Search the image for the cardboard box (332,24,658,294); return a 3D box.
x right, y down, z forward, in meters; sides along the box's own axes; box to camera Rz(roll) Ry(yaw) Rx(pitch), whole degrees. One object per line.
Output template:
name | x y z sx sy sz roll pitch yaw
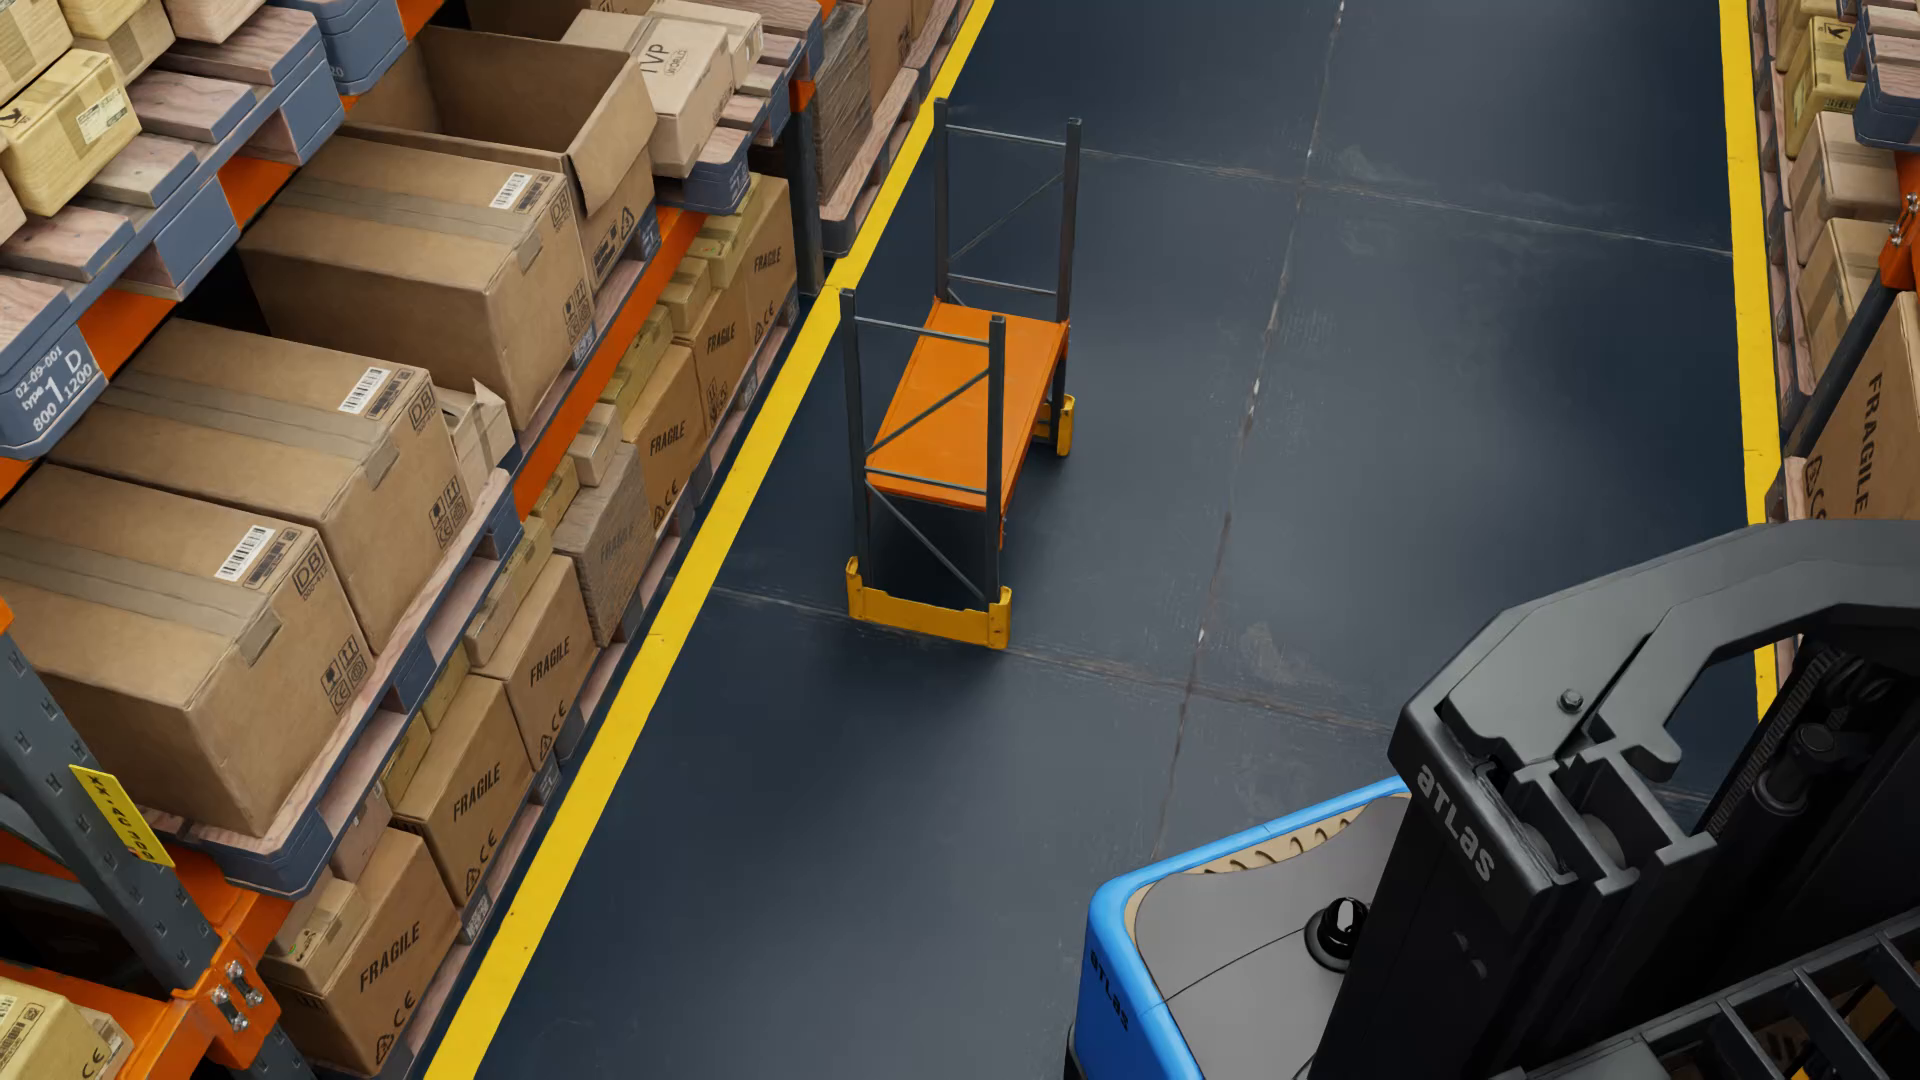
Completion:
cardboard box | -1.335 -1.130 4.898 0.797 0.503 0.637 11 49 9

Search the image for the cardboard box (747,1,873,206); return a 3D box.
cardboard box | -0.907 -1.976 7.297 0.875 0.625 0.625 13 50 11

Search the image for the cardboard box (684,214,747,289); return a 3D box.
cardboard box | -1.012 -1.090 6.166 0.380 0.149 0.250 9 49 8

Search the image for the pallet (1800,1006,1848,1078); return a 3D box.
pallet | 3.102 1.160 5.085 1.003 0.211 1.213 12 50 10

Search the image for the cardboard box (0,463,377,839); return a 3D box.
cardboard box | -1.794 0.241 3.690 0.700 0.500 0.500 13 50 11

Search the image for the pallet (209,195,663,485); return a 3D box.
pallet | -1.592 -0.703 4.998 1.003 0.211 1.213 12 50 10

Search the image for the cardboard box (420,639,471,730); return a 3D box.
cardboard box | -1.672 0.381 4.867 0.380 0.149 0.250 11 49 9

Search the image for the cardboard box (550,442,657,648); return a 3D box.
cardboard box | -1.384 -0.019 5.654 0.500 0.500 0.500 10 49 9

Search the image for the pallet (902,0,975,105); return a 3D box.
pallet | -0.507 -2.719 8.509 1.003 0.211 1.213 12 50 10

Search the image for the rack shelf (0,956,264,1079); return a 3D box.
rack shelf | -2.663 2.404 2.608 1.077 0.370 4.000 12 50 10

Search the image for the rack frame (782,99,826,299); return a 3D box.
rack frame | -1.084 -2.174 6.168 1.000 3.000 0.127 12 50 10

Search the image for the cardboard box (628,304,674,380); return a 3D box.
cardboard box | -1.237 -0.726 5.845 0.380 0.149 0.250 13 50 11

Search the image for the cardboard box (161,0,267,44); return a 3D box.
cardboard box | -1.452 -1.049 2.995 0.380 0.149 0.250 12 50 11

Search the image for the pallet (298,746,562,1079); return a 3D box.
pallet | -1.959 1.046 5.186 1.003 0.211 1.213 12 50 10

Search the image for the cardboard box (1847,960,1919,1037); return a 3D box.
cardboard box | 2.969 1.141 4.379 0.875 0.875 0.875 13 50 11

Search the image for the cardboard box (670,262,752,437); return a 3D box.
cardboard box | -1.130 -0.778 6.323 0.500 0.500 0.500 11 49 9

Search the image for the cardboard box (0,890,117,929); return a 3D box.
cardboard box | -2.318 0.870 4.436 0.380 0.149 0.250 10 49 9

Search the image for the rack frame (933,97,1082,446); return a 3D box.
rack frame | 0.156 -0.926 6.067 0.500 1.500 0.032 12 50 10

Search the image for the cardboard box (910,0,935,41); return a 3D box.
cardboard box | -0.565 -2.937 8.145 0.875 0.625 0.625 10 49 8

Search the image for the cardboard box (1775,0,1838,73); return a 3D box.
cardboard box | 4.437 -2.459 7.893 0.950 0.372 0.625 14 50 12

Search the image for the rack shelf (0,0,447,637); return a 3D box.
rack shelf | -1.611 -1.482 4.037 1.077 0.370 4.000 12 50 10

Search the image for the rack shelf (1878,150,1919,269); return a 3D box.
rack shelf | 4.232 -2.406 6.853 1.077 0.370 4.000 12 50 10

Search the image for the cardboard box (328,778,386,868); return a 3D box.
cardboard box | -1.764 0.690 4.397 0.380 0.149 0.250 9 49 8

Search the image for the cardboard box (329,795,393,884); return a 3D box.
cardboard box | -1.788 0.770 4.524 0.380 0.149 0.250 10 49 9

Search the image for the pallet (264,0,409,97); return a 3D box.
pallet | -1.628 -1.420 3.627 1.213 0.211 1.003 12 50 10

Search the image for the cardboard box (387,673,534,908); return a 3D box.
cardboard box | -1.662 0.715 5.006 0.500 0.500 0.500 11 49 10

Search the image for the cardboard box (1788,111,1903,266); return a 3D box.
cardboard box | 4.050 -1.409 6.965 0.950 0.372 0.625 11 49 9

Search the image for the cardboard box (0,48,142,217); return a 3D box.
cardboard box | -1.573 -0.680 2.670 0.380 0.149 0.250 12 50 10

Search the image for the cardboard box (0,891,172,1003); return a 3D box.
cardboard box | -2.293 0.994 4.759 0.500 0.500 0.500 11 50 10

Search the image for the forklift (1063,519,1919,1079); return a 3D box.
forklift | 1.318 1.486 2.983 1.130 2.935 3.031 -17 51 -14

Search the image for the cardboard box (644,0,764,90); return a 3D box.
cardboard box | -0.887 -1.679 5.619 0.380 0.149 0.250 12 50 11

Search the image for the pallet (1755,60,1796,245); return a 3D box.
pallet | 4.236 -1.719 7.627 1.003 0.211 1.213 12 50 10

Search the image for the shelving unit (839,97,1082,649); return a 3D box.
shelving unit | 0.020 -0.551 5.736 0.587 1.500 1.083 12 50 10

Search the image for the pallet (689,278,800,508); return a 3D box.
pallet | -1.317 -0.719 6.744 1.003 0.211 1.213 12 50 10

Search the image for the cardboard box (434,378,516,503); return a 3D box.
cardboard box | -1.401 -0.305 4.328 0.396 0.266 0.258 14 50 12

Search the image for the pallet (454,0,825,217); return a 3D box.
pallet | -1.195 -1.607 5.795 1.213 0.211 1.003 12 50 10

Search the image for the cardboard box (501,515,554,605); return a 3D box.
cardboard box | -1.503 0.029 5.178 0.380 0.149 0.250 13 50 11

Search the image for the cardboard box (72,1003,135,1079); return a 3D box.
cardboard box | -1.977 1.083 3.461 0.380 0.149 0.250 12 50 11

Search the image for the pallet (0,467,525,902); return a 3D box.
pallet | -1.821 0.226 4.178 1.003 0.211 1.213 12 50 10

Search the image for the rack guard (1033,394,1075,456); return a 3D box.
rack guard | 0.151 -0.498 6.523 0.587 0.250 0.087 12 50 10

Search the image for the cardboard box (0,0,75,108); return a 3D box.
cardboard box | -1.634 -0.797 2.575 0.380 0.149 0.250 12 50 11

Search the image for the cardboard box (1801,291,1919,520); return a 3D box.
cardboard box | 3.444 -0.150 5.519 0.875 0.875 0.875 11 50 10

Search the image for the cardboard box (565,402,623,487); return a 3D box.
cardboard box | -1.346 -0.340 5.504 0.380 0.149 0.250 9 49 8

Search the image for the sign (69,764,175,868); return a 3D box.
sign | -1.611 0.534 3.200 0.100 0.325 0.005 12 50 10
